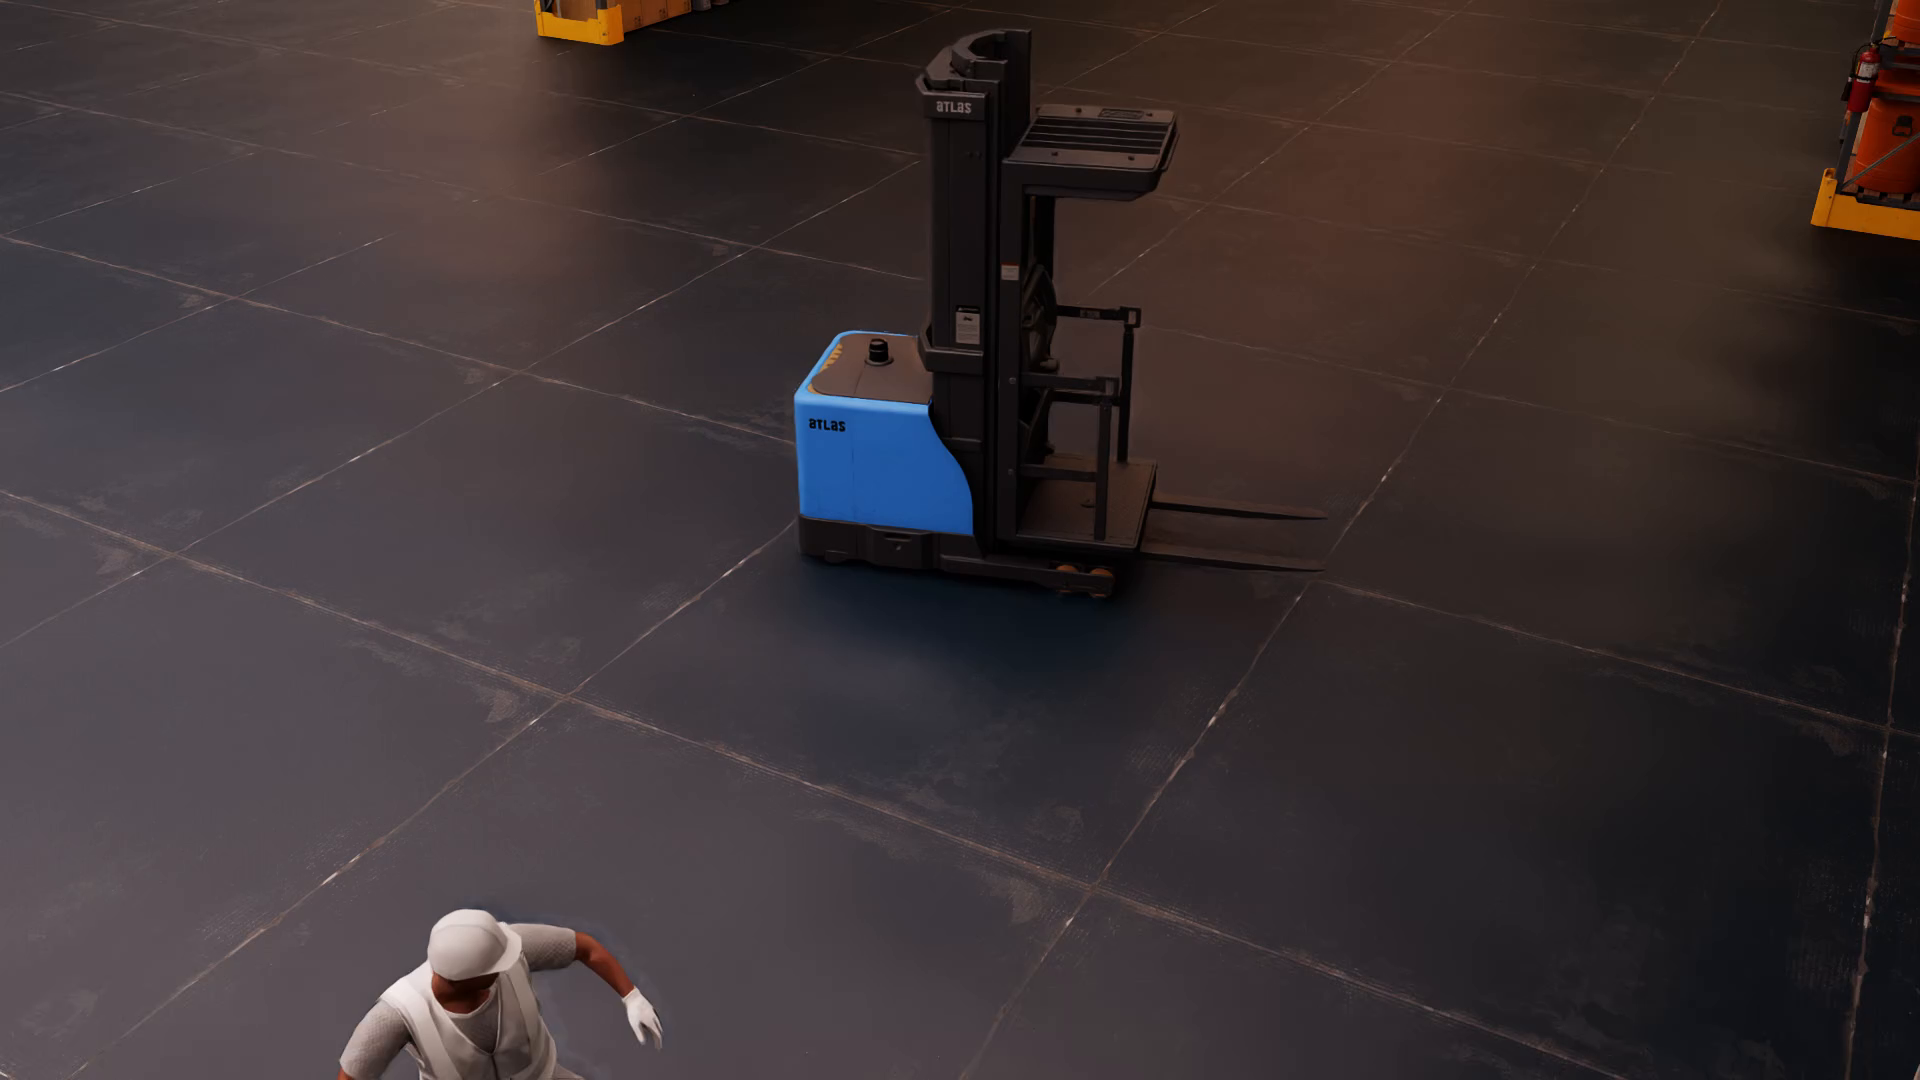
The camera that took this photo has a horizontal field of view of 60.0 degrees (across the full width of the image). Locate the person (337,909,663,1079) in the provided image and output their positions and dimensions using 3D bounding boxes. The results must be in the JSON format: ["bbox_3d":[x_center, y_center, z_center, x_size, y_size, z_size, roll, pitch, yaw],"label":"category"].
[{"bbox_3d":[-1.543,1.799,5.317,1.212,1.657,0.508,-18,34,-28],"label":"person"}]

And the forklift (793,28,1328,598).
[{"bbox_3d":[0.623,-1.230,9.201,3.031,2.935,1.130,6,31,10],"label":"forklift"}]
